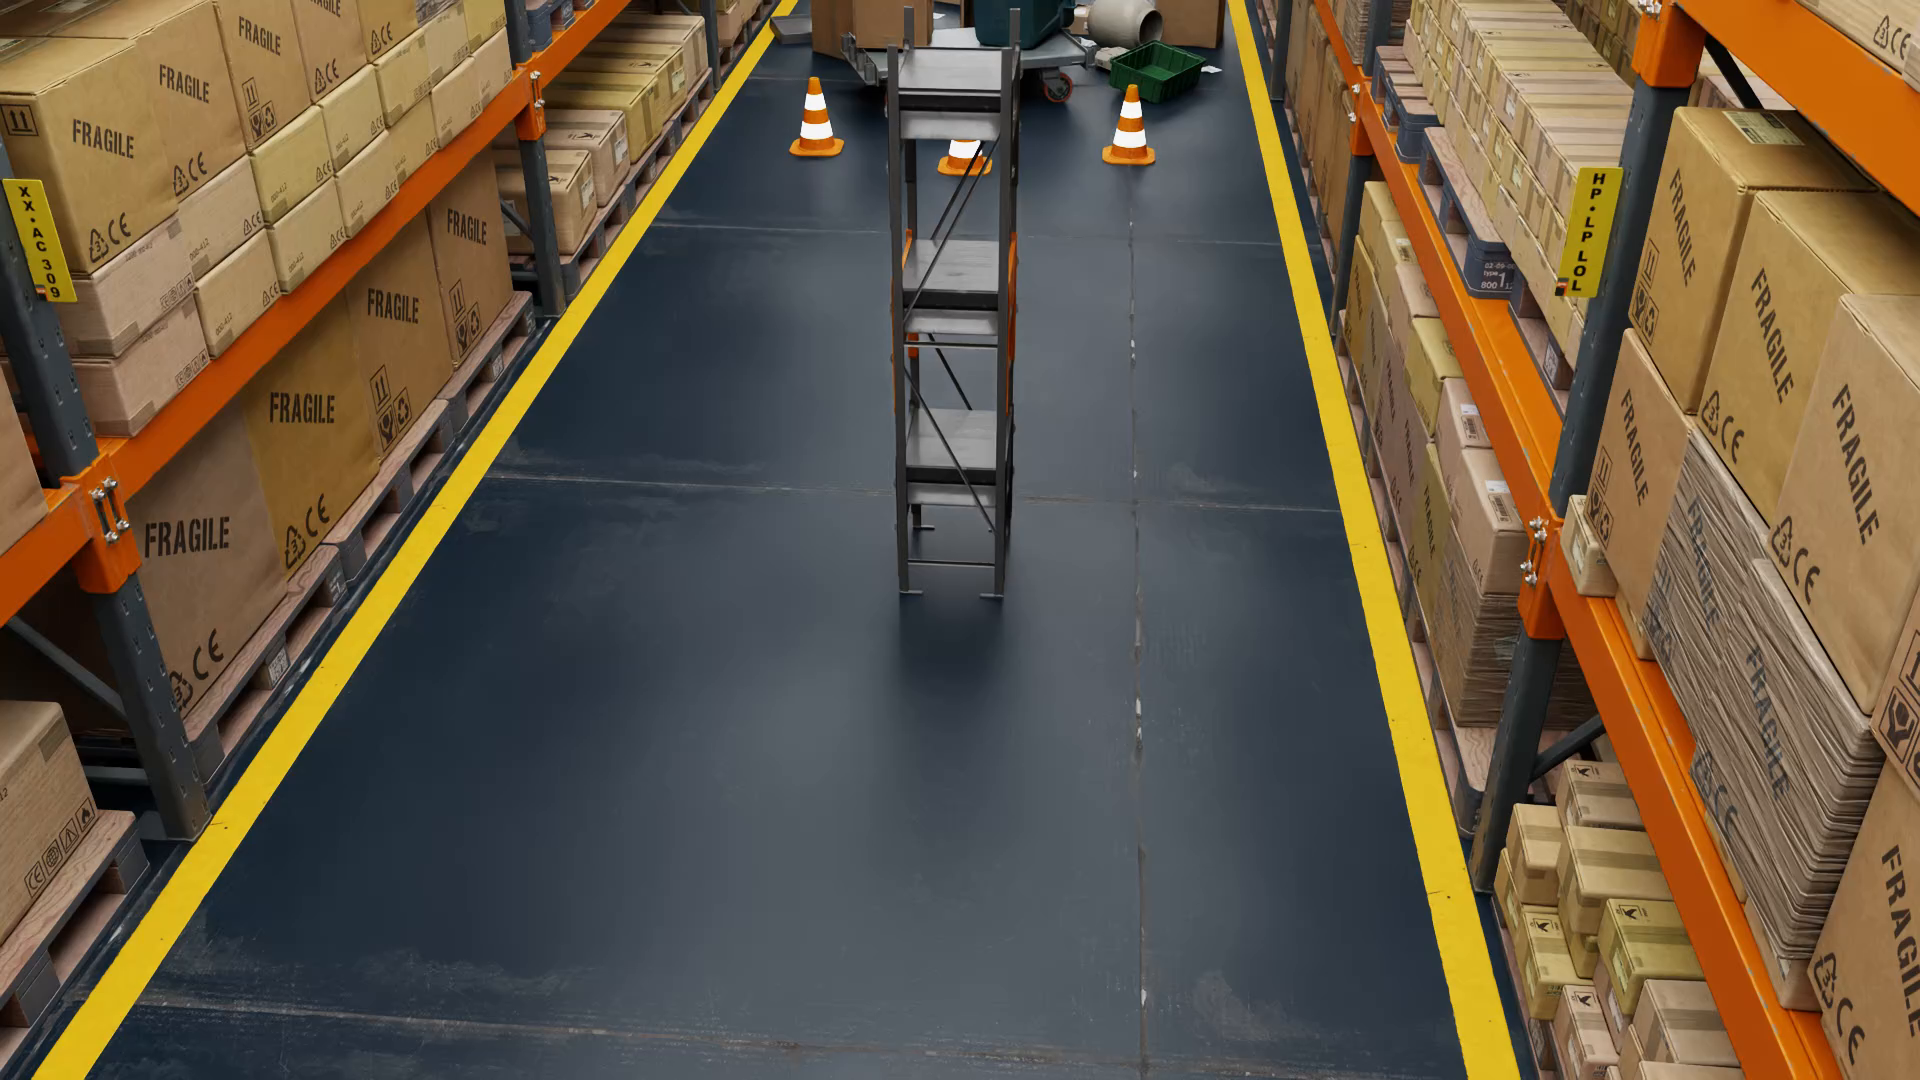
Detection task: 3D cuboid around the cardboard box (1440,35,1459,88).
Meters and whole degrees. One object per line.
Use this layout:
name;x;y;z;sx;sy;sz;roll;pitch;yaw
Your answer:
cardboard box;2.083;-1.851;6.450;0.380;0.149;0.250;3;32;4

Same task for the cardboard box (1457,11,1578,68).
cardboard box;2.065;-1.853;6.170;0.380;0.149;0.250;4;32;6

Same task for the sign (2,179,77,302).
sign;-2.333;-0.757;4.218;0.100;0.325;0.005;2;32;4

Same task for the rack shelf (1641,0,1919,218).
rack shelf;1.893;-0.144;1.950;1.077;0.370;4.000;2;32;4

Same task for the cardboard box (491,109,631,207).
cardboard box;-2.452;-2.210;9.582;0.950;0.372;0.625;2;32;3

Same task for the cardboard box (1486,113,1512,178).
cardboard box;1.995;-1.323;5.593;0.380;0.149;0.250;3;32;4

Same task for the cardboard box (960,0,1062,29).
cardboard box;0.403;-4.131;12.844;0.797;0.637;0.503;2;32;4

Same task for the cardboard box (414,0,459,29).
cardboard box;-2.375;-2.387;6.716;0.500;0.500;0.500;3;32;5

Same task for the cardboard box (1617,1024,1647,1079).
cardboard box;1.768;1.272;3.861;0.380;0.149;0.250;1;32;1

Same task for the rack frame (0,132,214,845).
rack frame;-2.886;-0.377;4.503;1.000;3.000;0.127;2;32;4

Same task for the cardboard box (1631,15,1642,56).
cardboard box;2.711;-1.826;6.126;0.380;0.149;0.250;2;32;4

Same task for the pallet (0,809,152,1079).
pallet;-3.026;1.204;4.595;1.003;0.211;1.213;2;32;4

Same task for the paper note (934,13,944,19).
paper note;-0.221;-4.366;13.817;0.148;0.019;0.142;14;34;21

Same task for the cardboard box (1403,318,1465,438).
cardboard box;1.949;-0.598;6.129;0.500;0.250;0.500;1;32;2

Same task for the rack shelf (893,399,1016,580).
rack shelf;-0.013;-0.200;6.433;0.431;0.518;0.480;2;32;4

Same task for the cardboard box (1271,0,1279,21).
cardboard box;2.898;-4.473;12.775;0.875;0.875;0.875;3;32;4

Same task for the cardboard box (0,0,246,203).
cardboard box;-2.550;-1.330;5.002;0.500;0.500;0.500;2;32;4

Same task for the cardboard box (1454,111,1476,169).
cardboard box;2.038;-1.463;6.105;0.380;0.149;0.250;3;32;5

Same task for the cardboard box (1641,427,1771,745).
cardboard box;1.731;0.119;3.318;0.500;0.500;0.500;2;32;4

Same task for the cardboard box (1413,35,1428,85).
cardboard box;2.122;-2.016;7.002;0.380;0.149;0.250;4;32;6

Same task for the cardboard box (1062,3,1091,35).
cardboard box;1.011;-4.215;13.337;0.396;0.266;0.258;8;32;12

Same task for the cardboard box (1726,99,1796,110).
cardboard box;2.629;-1.274;5.231;0.380;0.149;0.250;2;32;4

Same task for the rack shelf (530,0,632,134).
rack shelf;-2.397;-3.208;9.783;1.077;0.370;4.000;2;32;4

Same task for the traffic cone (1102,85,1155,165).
traffic cone;1.093;-2.685;10.666;0.336;0.463;0.334;2;32;4

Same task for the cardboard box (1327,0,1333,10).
cardboard box;2.233;-3.122;8.862;0.500;0.500;0.500;2;32;3

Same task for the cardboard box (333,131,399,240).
cardboard box;-2.439;-1.331;6.194;0.500;0.250;0.500;2;32;3

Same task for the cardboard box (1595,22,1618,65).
cardboard box;2.756;-1.954;6.617;0.380;0.149;0.250;3;32;5

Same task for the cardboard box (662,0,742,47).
cardboard box;-1.917;-3.866;12.384;0.500;0.250;0.500;1;32;2

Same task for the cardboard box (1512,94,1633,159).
cardboard box;1.983;-1.303;5.278;0.380;0.149;0.250;1;32;2

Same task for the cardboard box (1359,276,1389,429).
cardboard box;2.032;-0.803;7.176;0.500;0.500;0.500;3;32;5

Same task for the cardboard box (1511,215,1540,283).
cardboard box;1.954;-0.904;5.197;0.380;0.149;0.250;1;32;1

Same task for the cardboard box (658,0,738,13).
cardboard box;-1.917;-4.185;12.187;0.500;0.500;0.500;4;32;6

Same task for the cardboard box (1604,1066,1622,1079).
cardboard box;1.745;1.399;3.938;0.380;0.149;0.250;2;32;3

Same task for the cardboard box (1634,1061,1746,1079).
cardboard box;1.668;1.277;3.569;0.380;0.149;0.250;3;32;5

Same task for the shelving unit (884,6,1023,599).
shelving unit;-0.013;-0.807;6.059;0.431;2.100;0.503;2;32;4

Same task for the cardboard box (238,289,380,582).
cardboard box;-2.849;-0.452;6.249;0.875;0.875;0.875;3;32;5

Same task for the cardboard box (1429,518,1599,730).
cardboard box;1.865;0.269;5.437;0.500;0.500;0.500;2;32;3

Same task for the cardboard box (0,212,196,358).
cardboard box;-2.569;-0.744;4.765;0.500;0.250;0.500;2;32;3

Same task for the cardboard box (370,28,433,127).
cardboard box;-2.406;-1.817;6.506;0.500;0.250;0.500;2;32;3

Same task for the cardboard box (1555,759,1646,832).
cardboard box;1.821;0.734;4.449;0.380;0.149;0.250;4;32;6

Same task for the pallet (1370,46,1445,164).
pallet;2.430;-1.851;7.078;1.213;0.211;1.003;2;32;4

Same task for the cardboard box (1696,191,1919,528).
cardboard box;1.749;-0.316;3.072;0.500;0.500;0.500;2;32;2

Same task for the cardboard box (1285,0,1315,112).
cardboard box;2.746;-3.294;10.981;1.050;0.750;0.750;2;32;4

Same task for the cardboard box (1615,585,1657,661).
cardboard box;1.760;0.161;3.870;0.380;0.149;0.250;3;32;5

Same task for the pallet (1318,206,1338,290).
pallet;2.521;-1.532;9.035;1.003;0.211;1.213;2;32;4

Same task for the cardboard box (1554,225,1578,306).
cardboard box;1.912;-0.771;4.698;0.380;0.149;0.250;3;32;4

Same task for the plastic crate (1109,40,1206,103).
plastic crate;1.416;-3.376;11.995;0.450;0.188;0.662;29;41;23

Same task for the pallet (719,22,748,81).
pallet;-2.215;-3.726;12.595;1.003;0.211;1.213;2;32;4

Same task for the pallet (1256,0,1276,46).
pallet;2.944;-4.249;13.443;1.003;0.211;1.213;2;32;4

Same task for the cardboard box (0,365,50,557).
cardboard box;-2.669;-0.166;4.066;0.500;0.500;0.500;3;32;4

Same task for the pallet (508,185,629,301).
pallet;-2.495;-1.690;9.292;1.003;0.211;1.213;2;32;4
